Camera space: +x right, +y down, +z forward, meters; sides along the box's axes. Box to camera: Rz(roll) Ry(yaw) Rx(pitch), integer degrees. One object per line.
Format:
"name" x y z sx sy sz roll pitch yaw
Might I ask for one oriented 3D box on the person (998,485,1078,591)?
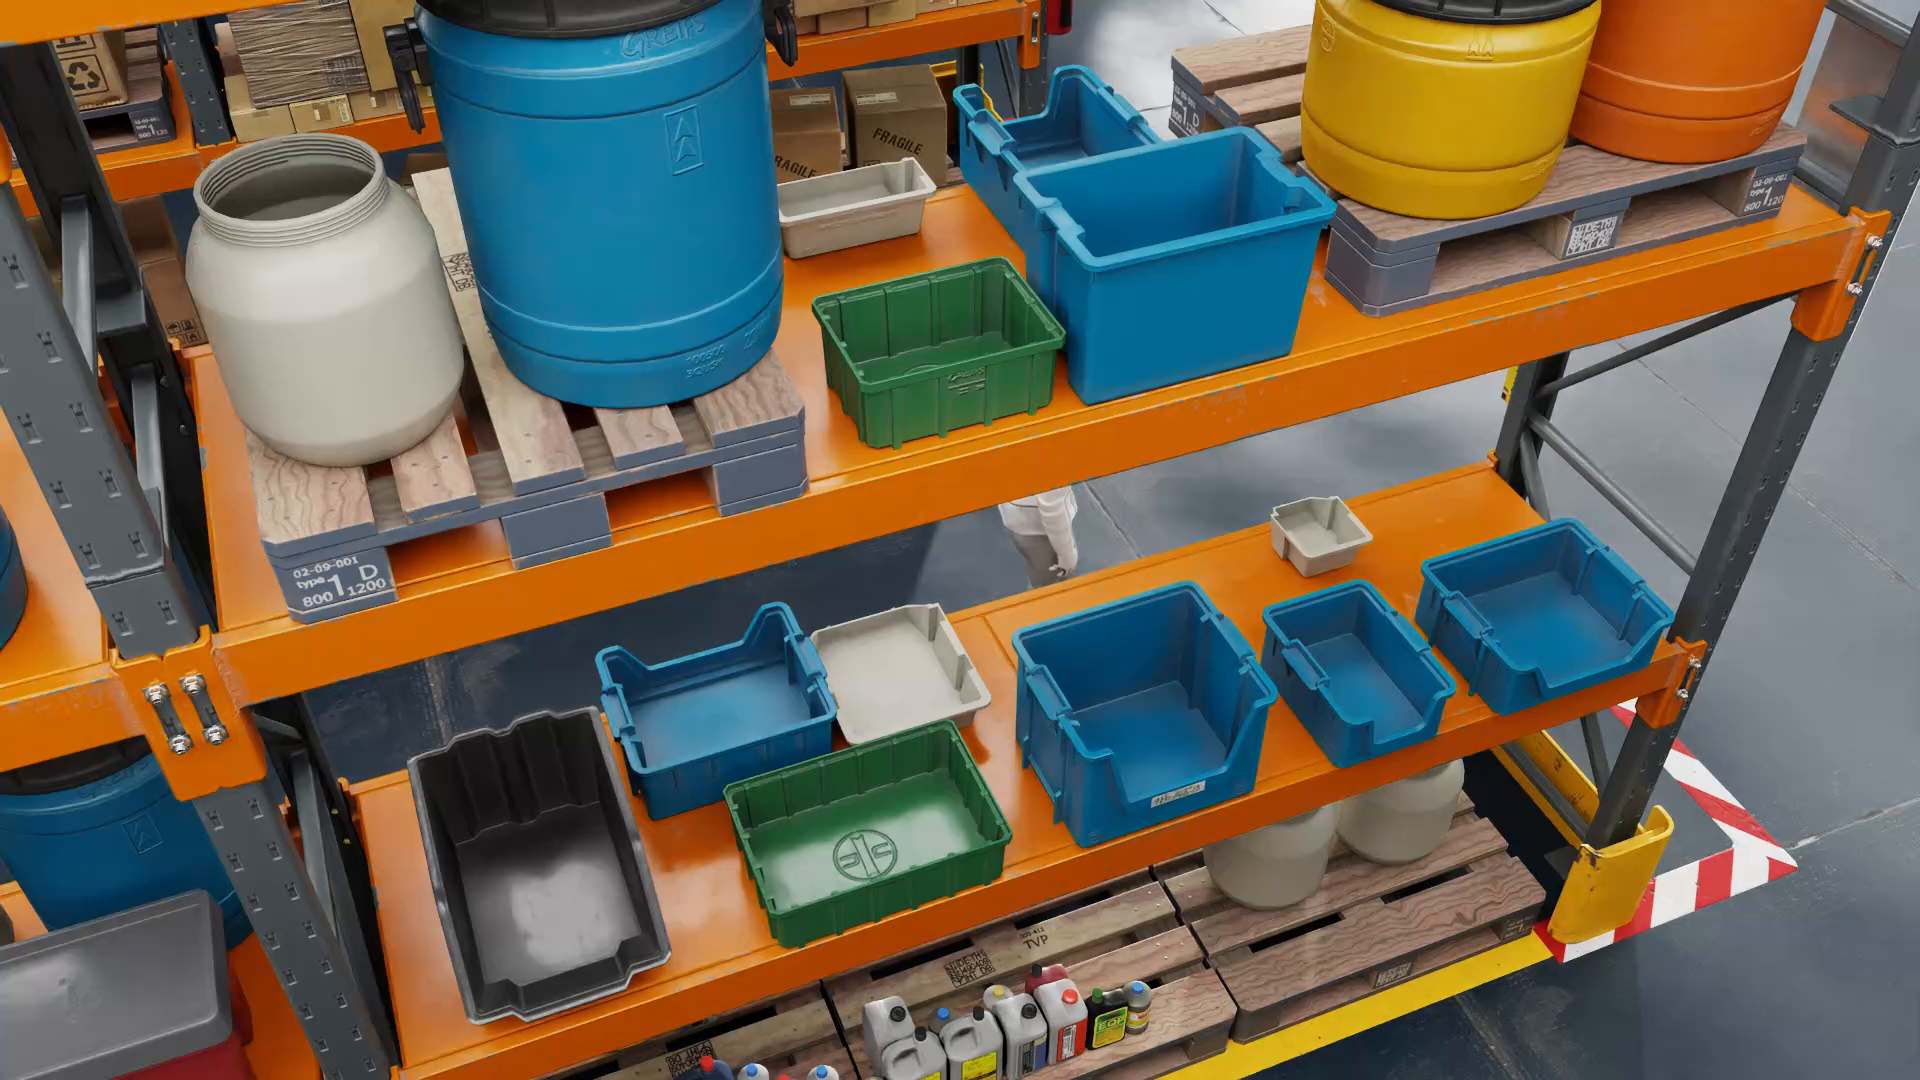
"person" 0.353 -0.104 6.273 0.416 1.662 0.543 -5 42 -5
